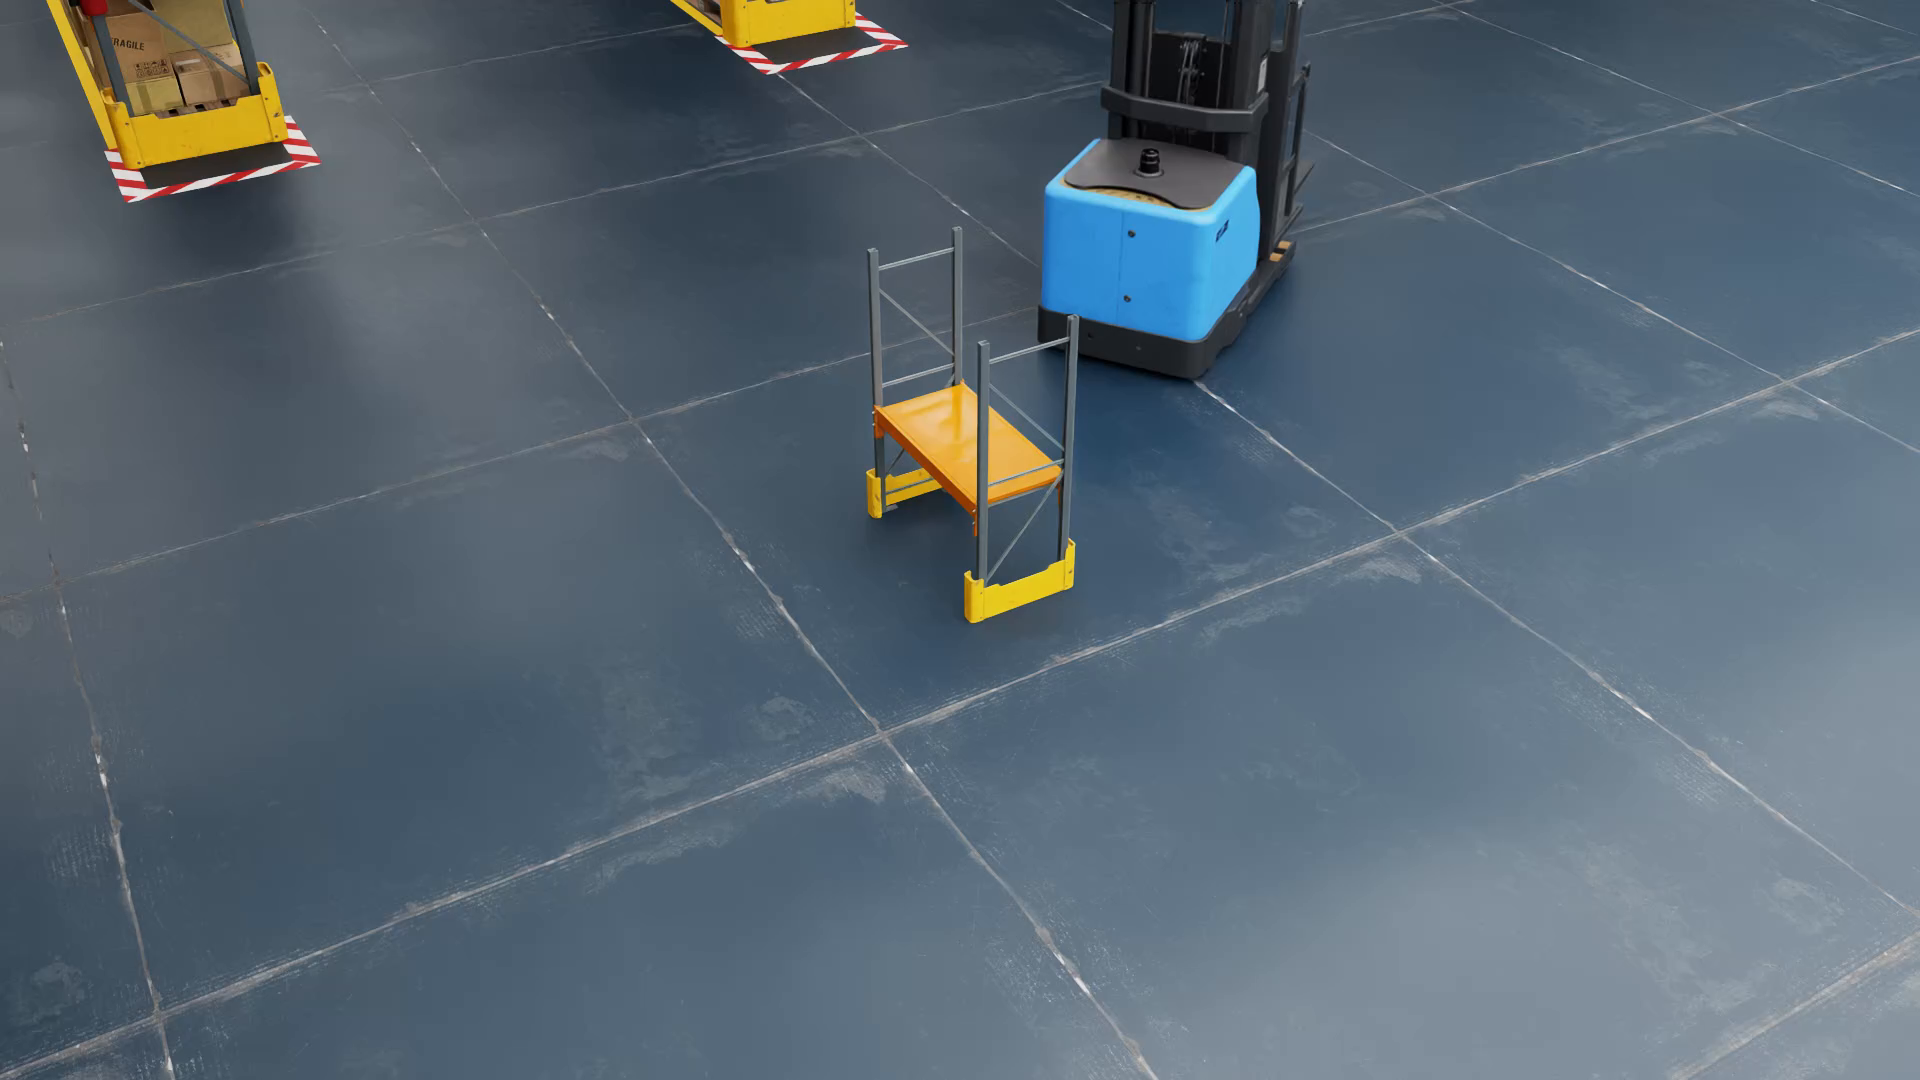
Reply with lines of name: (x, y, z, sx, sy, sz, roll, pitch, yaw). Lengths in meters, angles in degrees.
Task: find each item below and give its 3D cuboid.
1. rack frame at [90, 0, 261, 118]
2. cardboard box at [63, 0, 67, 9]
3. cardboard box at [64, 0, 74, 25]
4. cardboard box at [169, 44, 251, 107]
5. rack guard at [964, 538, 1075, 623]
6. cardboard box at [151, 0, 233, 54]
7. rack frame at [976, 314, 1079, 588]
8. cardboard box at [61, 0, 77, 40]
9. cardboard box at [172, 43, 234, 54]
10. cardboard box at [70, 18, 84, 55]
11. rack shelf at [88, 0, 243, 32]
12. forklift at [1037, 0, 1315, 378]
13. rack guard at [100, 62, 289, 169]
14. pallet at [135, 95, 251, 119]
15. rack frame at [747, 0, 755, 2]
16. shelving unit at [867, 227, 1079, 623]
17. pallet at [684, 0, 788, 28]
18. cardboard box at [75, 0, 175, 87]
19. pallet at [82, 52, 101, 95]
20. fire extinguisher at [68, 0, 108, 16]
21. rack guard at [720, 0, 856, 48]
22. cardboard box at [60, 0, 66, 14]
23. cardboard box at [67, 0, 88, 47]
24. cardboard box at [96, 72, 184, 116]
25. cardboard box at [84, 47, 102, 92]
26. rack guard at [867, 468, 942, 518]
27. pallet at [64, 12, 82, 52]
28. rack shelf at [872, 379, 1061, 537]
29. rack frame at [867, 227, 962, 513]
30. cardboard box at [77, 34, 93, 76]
rack frame: (-5.698, -4.190, 11.670, 1.000, 3.000, 0.127, -19, 40, -24)
cardboard box: (-7.243, -4.752, 13.780, 0.500, 0.500, 0.500, -19, 40, -24)
cardboard box: (-6.990, -4.498, 13.432, 0.500, 0.500, 0.500, -19, 40, -24)
cardboard box: (-5.775, -3.588, 12.822, 0.500, 0.250, 0.500, -19, 40, -24)
rack guard: (0.289, 0.192, 8.003, 0.587, 0.250, 0.087, -19, 40, -24)
cardboard box: (-6.028, -4.145, 12.949, 0.500, 0.500, 0.500, -19, 40, -24)
rack frame: (0.298, -0.303, 7.621, 0.500, 1.500, 0.032, -19, 40, -24)
cardboard box: (-7.243, -4.449, 14.001, 0.500, 0.250, 0.500, -19, 40, -24)
cardboard box: (-6.030, -3.842, 13.170, 0.500, 0.250, 0.500, -19, 40, -24)
cardboard box: (-6.987, -4.196, 13.655, 0.500, 0.250, 0.500, -19, 40, -24)
rack shelf: (-6.703, -4.919, 13.279, 1.077, 0.370, 4.000, -19, 40, -24)
forklift: (1.558, -2.981, 10.073, 1.130, 2.935, 3.031, 16, 39, 20)
rack guard: (-5.686, -3.168, 12.391, 1.175, 0.500, 0.348, -19, 40, -24)
pallet: (-6.119, -3.441, 13.010, 1.003, 0.211, 1.213, -19, 40, -24)
rack frame: (-1.414, -5.655, 13.677, 1.000, 3.000, 0.127, -19, 40, -24)
shelving unit: (0.038, -0.567, 7.982, 0.587, 1.500, 1.083, -19, 40, -24)
pallet: (-1.896, -4.970, 15.103, 1.003, 0.211, 1.213, -19, 40, -24)
cardboard box: (-6.225, -3.737, 12.390, 0.500, 0.500, 0.500, -19, 40, -24)
pallet: (-6.728, -4.063, 13.861, 1.003, 0.211, 1.213, -19, 40, -24)
fire extinguisher: (-6.041, -3.960, 11.422, 0.296, 0.674, 0.183, -19, 40, -24)
rack guard: (-1.492, -4.671, 14.449, 1.175, 0.500, 0.348, -19, 40, -24)
cardboard box: (-7.490, -4.706, 14.352, 0.500, 0.250, 0.500, -19, 40, -24)
cardboard box: (-6.740, -4.243, 13.082, 0.500, 0.500, 0.500, -19, 40, -24)
cardboard box: (-6.223, -3.435, 12.612, 0.500, 0.250, 0.500, -19, 40, -24)
cardboard box: (-6.485, -3.686, 12.956, 0.500, 0.250, 0.500, -19, 40, -24)
rack guard: (-0.212, -0.316, 8.698, 0.587, 0.250, 0.087, -19, 40, -24)
pallet: (-7.345, -4.685, 14.713, 1.003, 0.211, 1.213, -19, 40, -24)
rack shelf: (0.043, -0.417, 8.082, 0.538, 0.185, 1.000, -19, 40, -24)
rack frame: (-0.213, -0.821, 8.330, 0.500, 1.500, 0.032, -19, 40, -24)
cardboard box: (-6.737, -3.941, 13.305, 0.500, 0.250, 0.500, -19, 40, -24)
